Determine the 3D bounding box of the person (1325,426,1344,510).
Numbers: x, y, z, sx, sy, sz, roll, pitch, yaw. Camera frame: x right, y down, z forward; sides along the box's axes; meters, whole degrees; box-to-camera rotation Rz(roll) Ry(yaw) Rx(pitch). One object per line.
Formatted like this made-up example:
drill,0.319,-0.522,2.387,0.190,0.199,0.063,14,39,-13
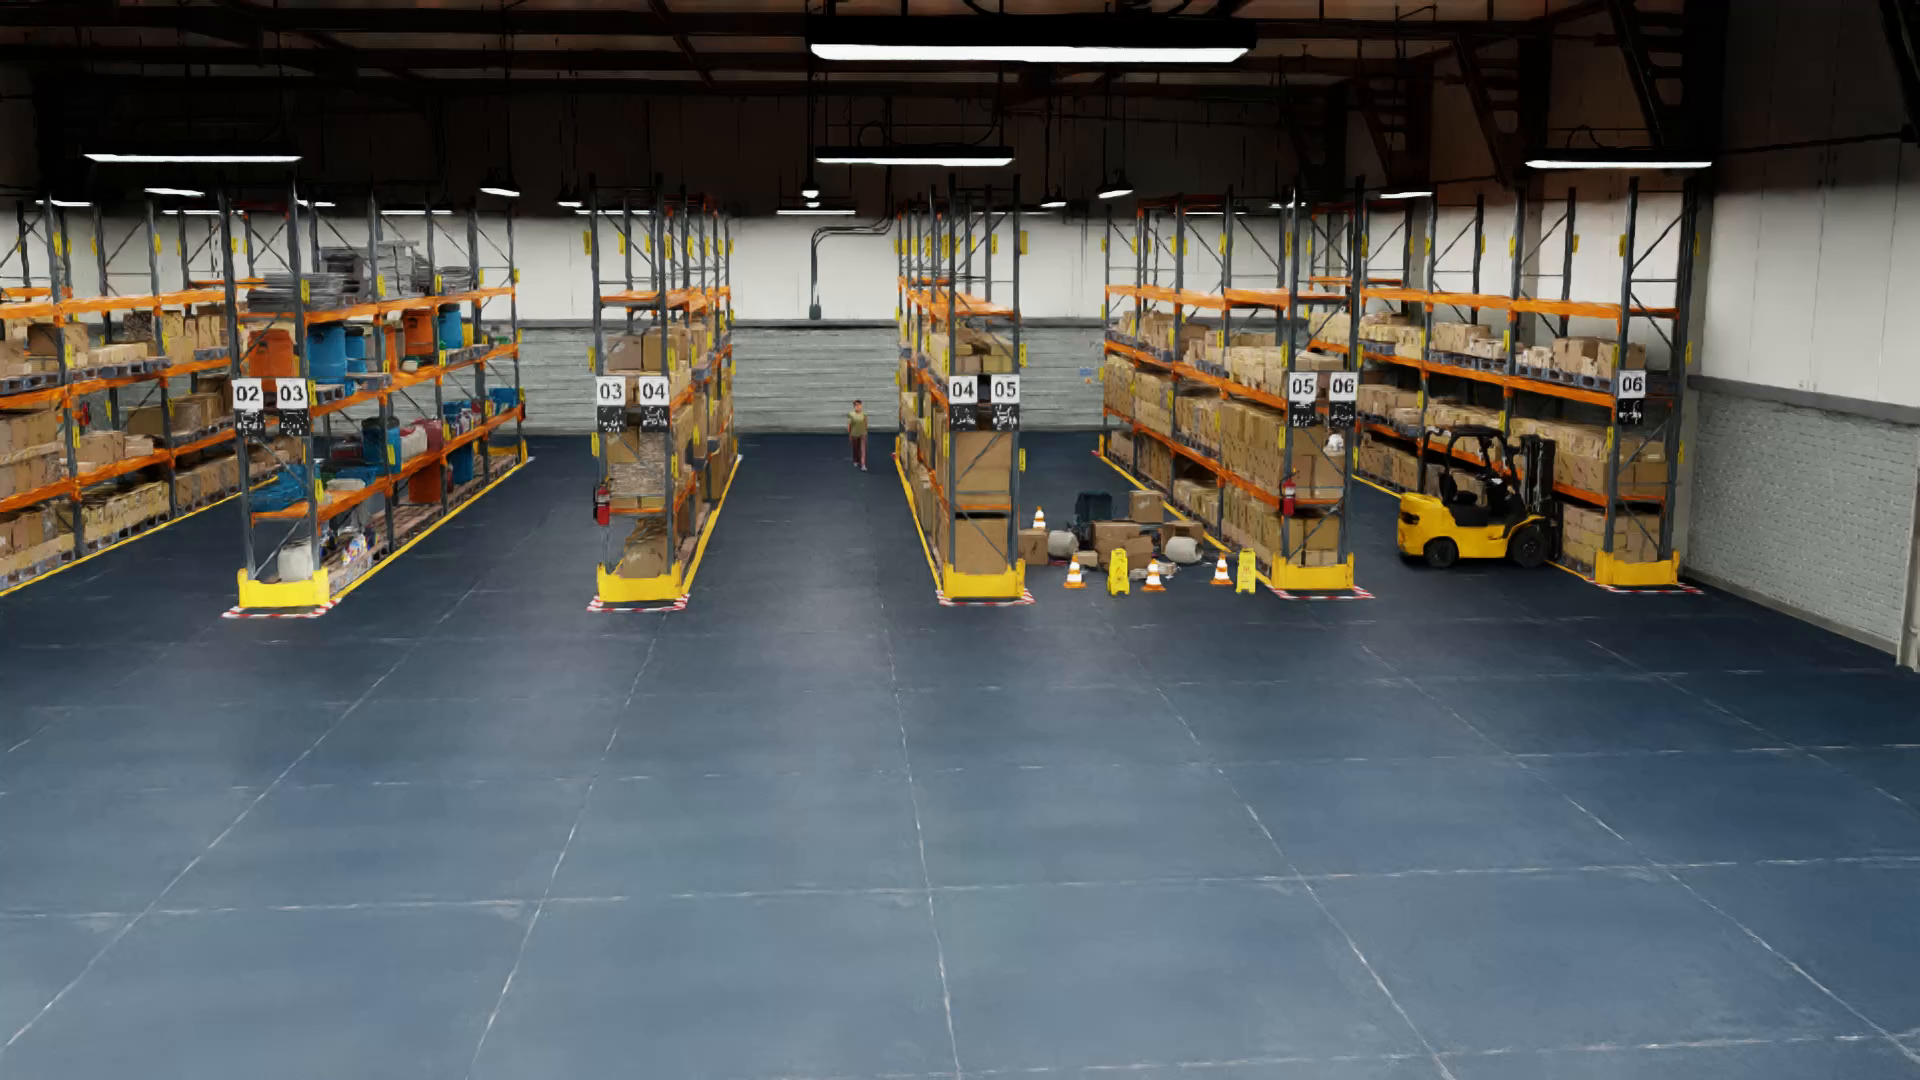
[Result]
person,7.172,-1.438,32.004,0.554,1.659,0.597,4,11,23

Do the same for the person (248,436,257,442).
person,-18.119,-3.248,42.518,0.477,1.589,0.461,-9,14,-43

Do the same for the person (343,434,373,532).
person,-10.233,-0.960,28.140,0.483,1.672,0.527,-2,10,-12

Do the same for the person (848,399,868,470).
person,-2.312,-2.398,37.607,0.448,1.590,1.110,0,10,-2
